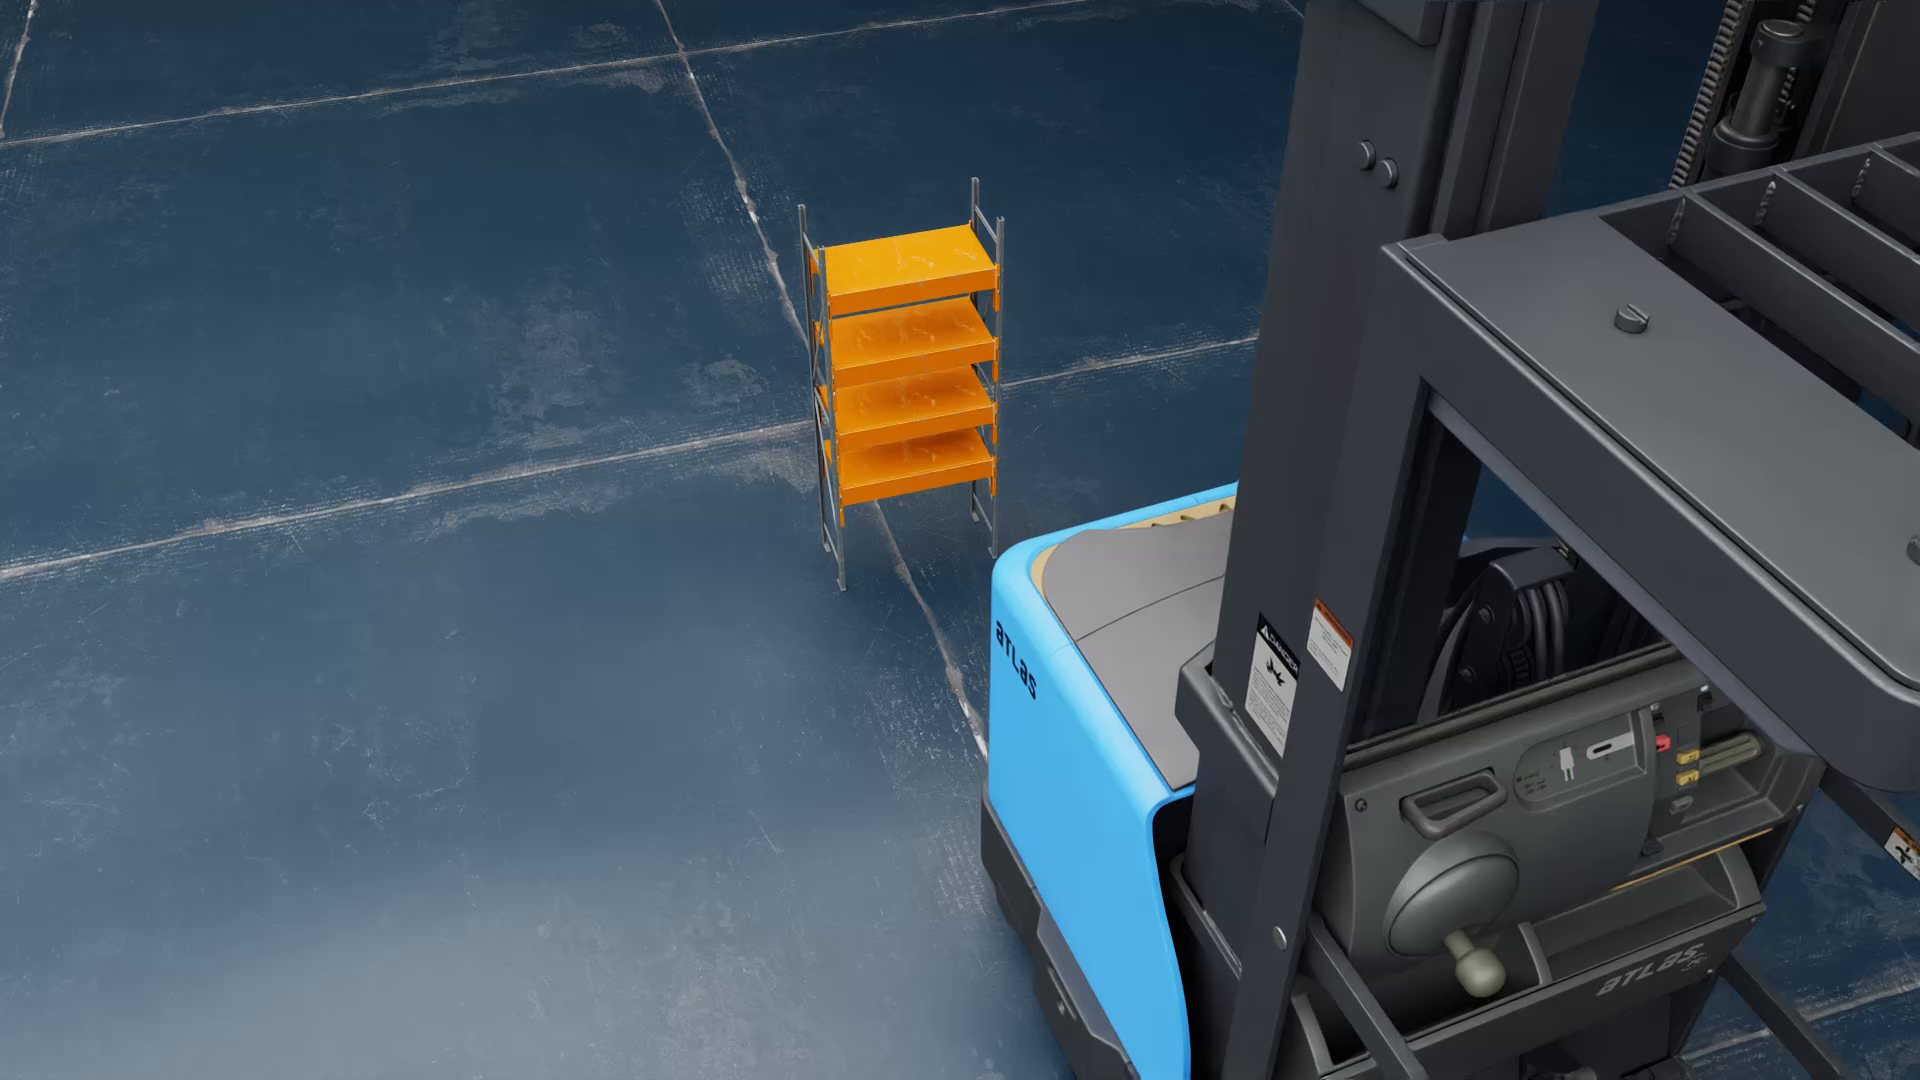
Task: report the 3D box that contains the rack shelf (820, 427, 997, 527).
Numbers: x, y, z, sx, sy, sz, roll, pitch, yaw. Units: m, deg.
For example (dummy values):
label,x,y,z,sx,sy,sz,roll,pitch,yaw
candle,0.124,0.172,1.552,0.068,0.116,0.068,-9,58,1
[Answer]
label,x,y,z,sx,sy,sz,roll,pitch,yaw
rack shelf,-0.158,-0.219,4.993,0.480,0.148,0.258,-12,42,-13

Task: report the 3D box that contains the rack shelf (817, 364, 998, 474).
label,x,y,z,sx,sy,sz,roll,pitch,yaw
rack shelf,-0.158,-0.368,4.862,0.480,0.148,0.258,-12,42,-13

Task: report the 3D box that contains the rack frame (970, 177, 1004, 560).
label,x,y,z,sx,sy,sz,roll,pitch,yaw
rack frame,0.075,-0.467,4.873,0.015,1.200,0.240,-12,42,-13

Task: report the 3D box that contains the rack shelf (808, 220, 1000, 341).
label,x,y,z,sx,sy,sz,roll,pitch,yaw
rack shelf,-0.158,-0.715,4.559,0.480,0.148,0.258,-12,42,-13

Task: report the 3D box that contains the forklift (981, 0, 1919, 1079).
label,x,y,z,sx,sy,sz,roll,pitch,yaw
forklift,1.082,0.498,2.453,1.130,2.935,3.031,-15,43,-17

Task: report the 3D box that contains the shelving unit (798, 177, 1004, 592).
label,x,y,z,sx,sy,sz,roll,pitch,yaw
shelving unit,-0.158,-0.419,4.818,0.503,1.200,0.258,-12,42,-13

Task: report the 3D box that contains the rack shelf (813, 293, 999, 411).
label,x,y,z,sx,sy,sz,roll,pitch,yaw
rack shelf,-0.158,-0.537,4.715,0.480,0.148,0.258,-12,42,-13

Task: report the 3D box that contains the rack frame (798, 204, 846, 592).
label,x,y,z,sx,sy,sz,roll,pitch,yaw
rack frame,-0.391,-0.371,4.763,0.015,1.200,0.240,-12,42,-13
